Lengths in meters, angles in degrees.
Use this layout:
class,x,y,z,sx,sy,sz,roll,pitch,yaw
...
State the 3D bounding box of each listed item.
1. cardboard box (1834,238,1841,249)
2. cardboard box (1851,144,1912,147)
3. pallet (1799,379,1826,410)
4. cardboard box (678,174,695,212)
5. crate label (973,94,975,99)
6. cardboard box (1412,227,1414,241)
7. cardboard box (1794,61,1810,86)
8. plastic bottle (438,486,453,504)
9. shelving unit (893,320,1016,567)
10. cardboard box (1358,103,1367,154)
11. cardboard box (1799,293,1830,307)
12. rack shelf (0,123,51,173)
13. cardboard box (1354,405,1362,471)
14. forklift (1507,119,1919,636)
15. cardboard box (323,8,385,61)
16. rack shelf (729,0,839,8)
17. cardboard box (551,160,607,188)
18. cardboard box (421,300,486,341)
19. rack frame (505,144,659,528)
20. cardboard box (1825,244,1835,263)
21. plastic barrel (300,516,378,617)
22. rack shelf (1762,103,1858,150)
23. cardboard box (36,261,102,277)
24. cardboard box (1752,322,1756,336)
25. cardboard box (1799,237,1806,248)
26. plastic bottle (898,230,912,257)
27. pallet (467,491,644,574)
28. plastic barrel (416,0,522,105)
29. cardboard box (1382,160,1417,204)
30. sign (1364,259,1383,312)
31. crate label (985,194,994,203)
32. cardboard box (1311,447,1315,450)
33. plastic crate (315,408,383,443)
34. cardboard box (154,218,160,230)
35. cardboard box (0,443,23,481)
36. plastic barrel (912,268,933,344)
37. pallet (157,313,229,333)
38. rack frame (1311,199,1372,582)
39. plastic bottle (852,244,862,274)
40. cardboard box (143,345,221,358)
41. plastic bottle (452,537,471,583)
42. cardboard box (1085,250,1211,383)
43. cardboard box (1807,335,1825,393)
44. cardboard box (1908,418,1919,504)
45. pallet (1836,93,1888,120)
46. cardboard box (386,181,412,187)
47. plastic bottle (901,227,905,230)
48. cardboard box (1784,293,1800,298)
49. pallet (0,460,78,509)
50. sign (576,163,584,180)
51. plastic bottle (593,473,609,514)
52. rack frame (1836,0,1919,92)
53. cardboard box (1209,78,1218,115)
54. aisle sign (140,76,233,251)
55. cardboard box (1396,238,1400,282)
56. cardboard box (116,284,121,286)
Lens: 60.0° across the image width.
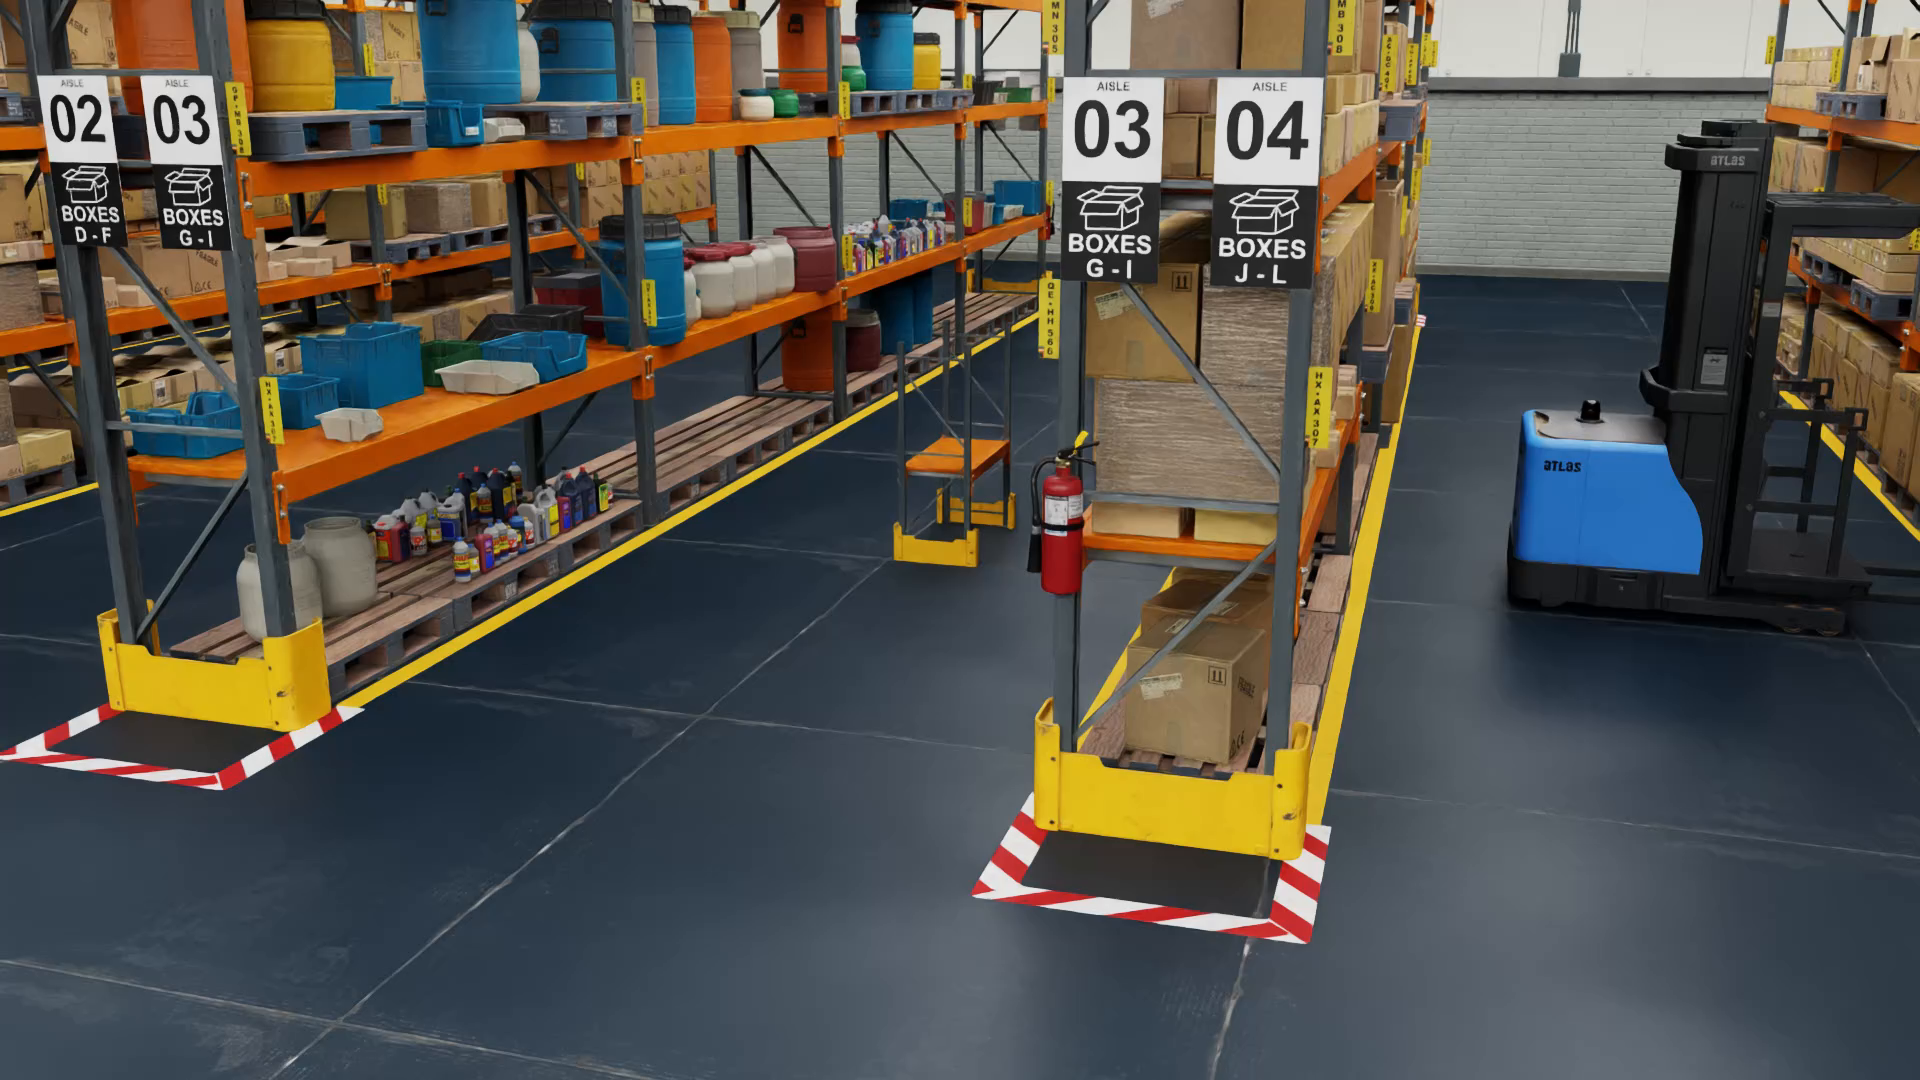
class,x,y,z,sx,sy,sz,roll,pitch,yaw
cardboard box,8.115,-2.693,14.973,0.380,0.149,0.250,4,16,15
cardboard box,9.704,-3.918,17.584,0.500,0.500,0.500,5,17,17
pallet,8.817,-1.335,16.148,1.003,0.211,1.213,5,16,16
cardboard box,-4.061,-4.881,23.356,0.500,0.500,0.500,5,17,16
crate label,-0.023,-5.097,19.288,0.293,0.136,0.466,5,16,16
cardboard box,5.081,-3.561,19.347,0.380,0.149,0.250,5,17,17
cardboard box,9.355,-5.043,17.973,0.500,0.250,0.500,4,16,14
plastic bottle,-3.480,-0.219,11.275,0.061,0.283,0.133,5,17,18
shelving unit,-0.022,-0.702,11.554,0.587,1.500,1.083,5,16,16
cardboard box,1.859,-2.160,8.725,0.500,0.250,0.500,5,16,15
cardboard box,10.139,-2.824,19.652,0.380,0.149,0.250,5,17,17
rack shelf,-8.029,-2.541,11.112,1.077,0.370,4.000,5,16,16
cardboard box,2.702,-0.782,12.863,0.700,0.500,0.500,6,17,21
forklift,5.011,-1.005,10.000,3.031,2.935,1.130,5,16,16
cardboard box,-6.194,-5.100,16.799,0.500,0.500,0.500,5,16,16
rack shelf,-2.144,-4.453,13.089,1.077,0.370,4.000,5,16,16
cardboard box,-4.783,-4.691,20.855,0.500,0.500,0.500,5,17,17
cardboard box,-5.630,-2.388,18.526,0.500,0.500,0.500,4,16,15
rack frame,-2.712,-1.582,11.910,1.000,3.000,0.127,5,16,16
cardboard box,8.191,-2.623,15.272,0.380,0.149,0.250,4,16,13
plastic barrel,-3.593,0.150,9.593,0.421,0.512,0.421,0,16,0
rack shelf,9.605,-4.500,18.020,1.077,0.370,4.000,5,16,16
cardboard box,-10.484,-2.976,19.993,0.750,0.750,0.750,5,16,16
cardboard box,9.480,-2.446,19.411,0.380,0.149,0.250,5,17,17
cardboard box,8.903,-3.220,16.955,0.500,0.500,0.500,5,16,16
plastic bottle,-0.592,-3.164,17.714,0.152,0.276,0.135,5,16,16
pallet,-2.943,-0.068,11.683,1.003,0.211,1.213,5,16,16
plastic barrel,-3.098,-3.216,10.487,0.600,0.901,0.708,5,16,16
cardboard box,4.982,-4.093,19.118,0.500,0.500,0.500,4,16,14
sign,2.559,-1.574,10.297,0.100,0.325,0.005,5,16,16
crate label,0.312,-4.631,22.856,0.416,0.233,0.303,5,16,16
cardboard box,1.558,-0.414,8.253,0.380,0.149,0.250,5,16,16
plastic crate,-3.286,-0.618,8.994,0.298,0.136,0.250,5,16,16
cardboard box,-10.080,-3.957,20.707,0.380,0.149,0.250,5,16,16
cardboard box,-7.534,-0.578,12.640,0.500,0.250,0.500,5,16,16
plastic barrel,-0.610,-2.727,19.021,0.600,0.901,0.708,5,16,16
pallet,-10.085,-2.894,21.646,1.003,0.211,1.213,5,16,16
rack frame,2.036,-1.198,10.556,1.000,3.000,0.127,5,16,16
plastic bottle,-1.006,-2.743,16.217,0.061,0.283,0.133,5,16,16
cardboard box,-7.188,-1.643,15.365,0.500,0.311,0.500,4,16,15
plastic bottle,-3.035,0.115,10.120,0.097,0.271,0.097,0,16,0
cardboard box,0.819,-0.987,7.251,0.500,0.500,0.500,5,16,16
cardboard box,8.572,-1.707,16.161,0.500,0.500,0.500,5,17,18
cardboard box,7.395,-0.572,11.702,1.050,0.750,0.750,5,17,17
pallet,8.467,-3.808,14.604,1.213,0.211,1.003,5,16,16
cardboard box,-8.936,-5.500,25.173,0.980,0.700,0.700,5,17,18
plastic bottle,-0.613,-3.262,18.070,0.097,0.271,0.097,0,16,0
cardboard box,9.736,-2.851,19.748,0.380,0.149,0.250,5,17,17
pallet,-7.727,-0.421,12.926,1.003,0.211,1.213,5,16,16
sign,-4.654,-4.575,20.341,0.100,0.325,0.005,5,16,16
plastic bottle,-2.533,-0.336,11.687,0.061,0.283,0.133,5,17,19
rack frame,9.037,-5.766,15.667,1.000,3.000,0.127,5,16,16
cardboard box,1.200,-1.768,6.614,0.380,0.149,0.250,5,16,15
aisle sign,-3.589,-1.745,7.720,0.394,0.787,0.004,5,16,16
cardboard box,3.572,-2.399,14.606,0.500,0.500,0.500,5,17,18
cardboard box,-7.387,-2.147,14.148,0.396,0.266,0.258,4,16,15
